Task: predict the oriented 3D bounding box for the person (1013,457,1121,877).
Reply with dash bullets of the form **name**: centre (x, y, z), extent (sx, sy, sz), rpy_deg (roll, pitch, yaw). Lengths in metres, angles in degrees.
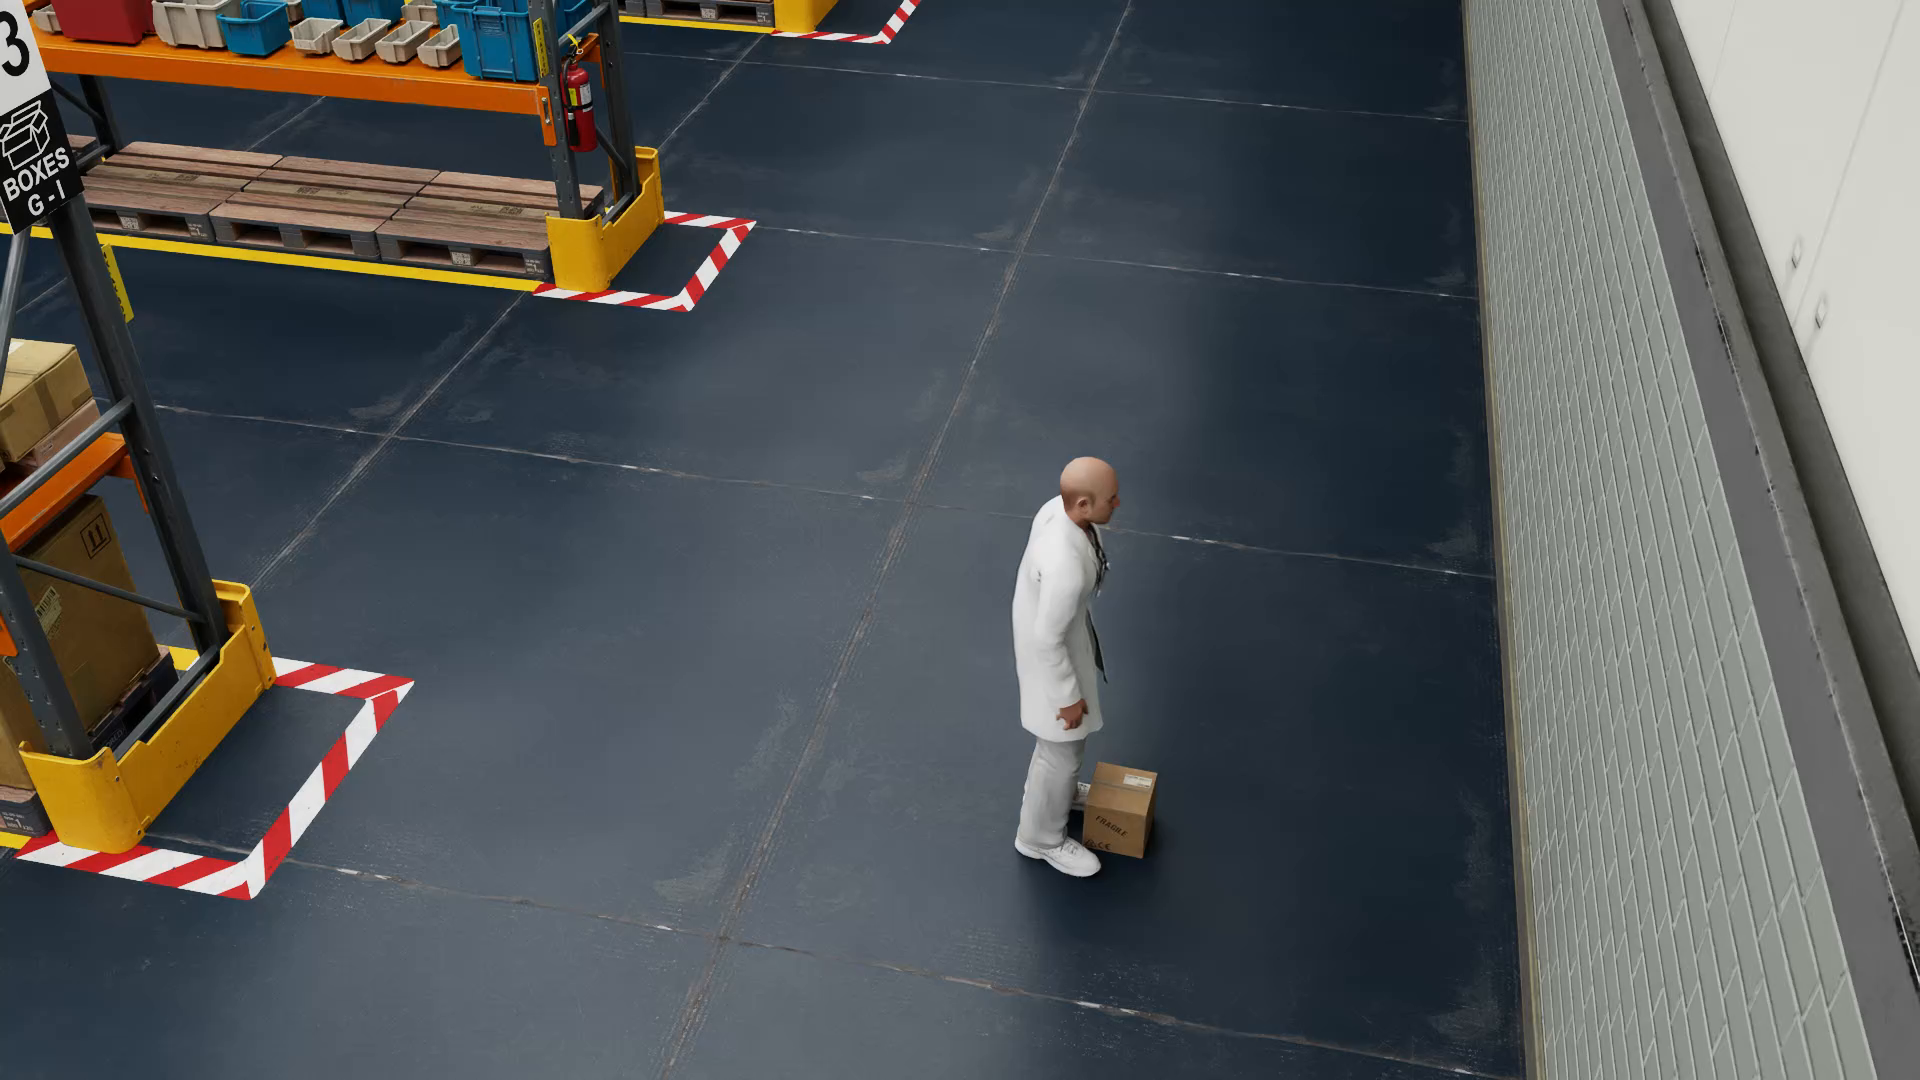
- **person**: centre (0.410, 0.444, 6.370), extent (0.421, 1.774, 0.654), rpy_deg (6, 36, 8)
